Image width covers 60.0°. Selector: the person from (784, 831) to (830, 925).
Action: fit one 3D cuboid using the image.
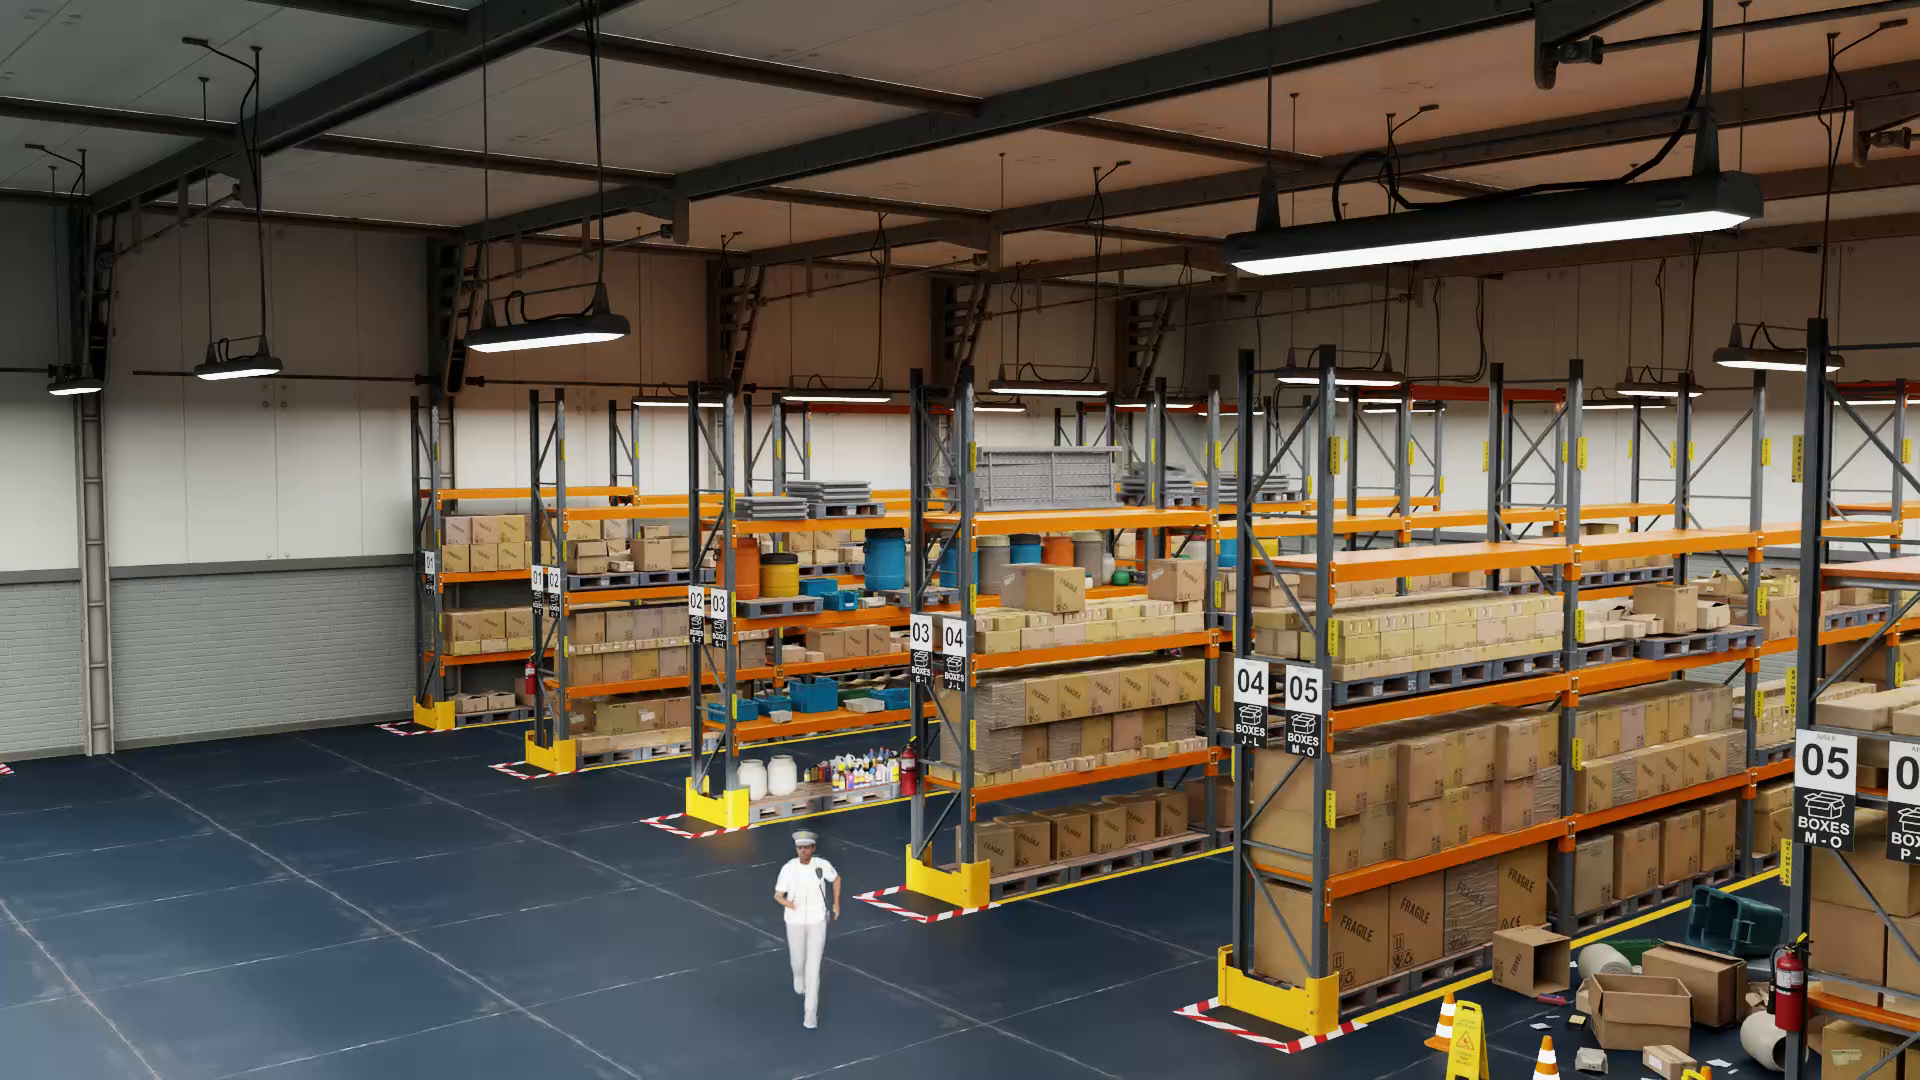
[{"bbox_3d":[-1.370,3.013,14.902,0.407,0.842,0.340,0,3,-3],"label":"person"}]
